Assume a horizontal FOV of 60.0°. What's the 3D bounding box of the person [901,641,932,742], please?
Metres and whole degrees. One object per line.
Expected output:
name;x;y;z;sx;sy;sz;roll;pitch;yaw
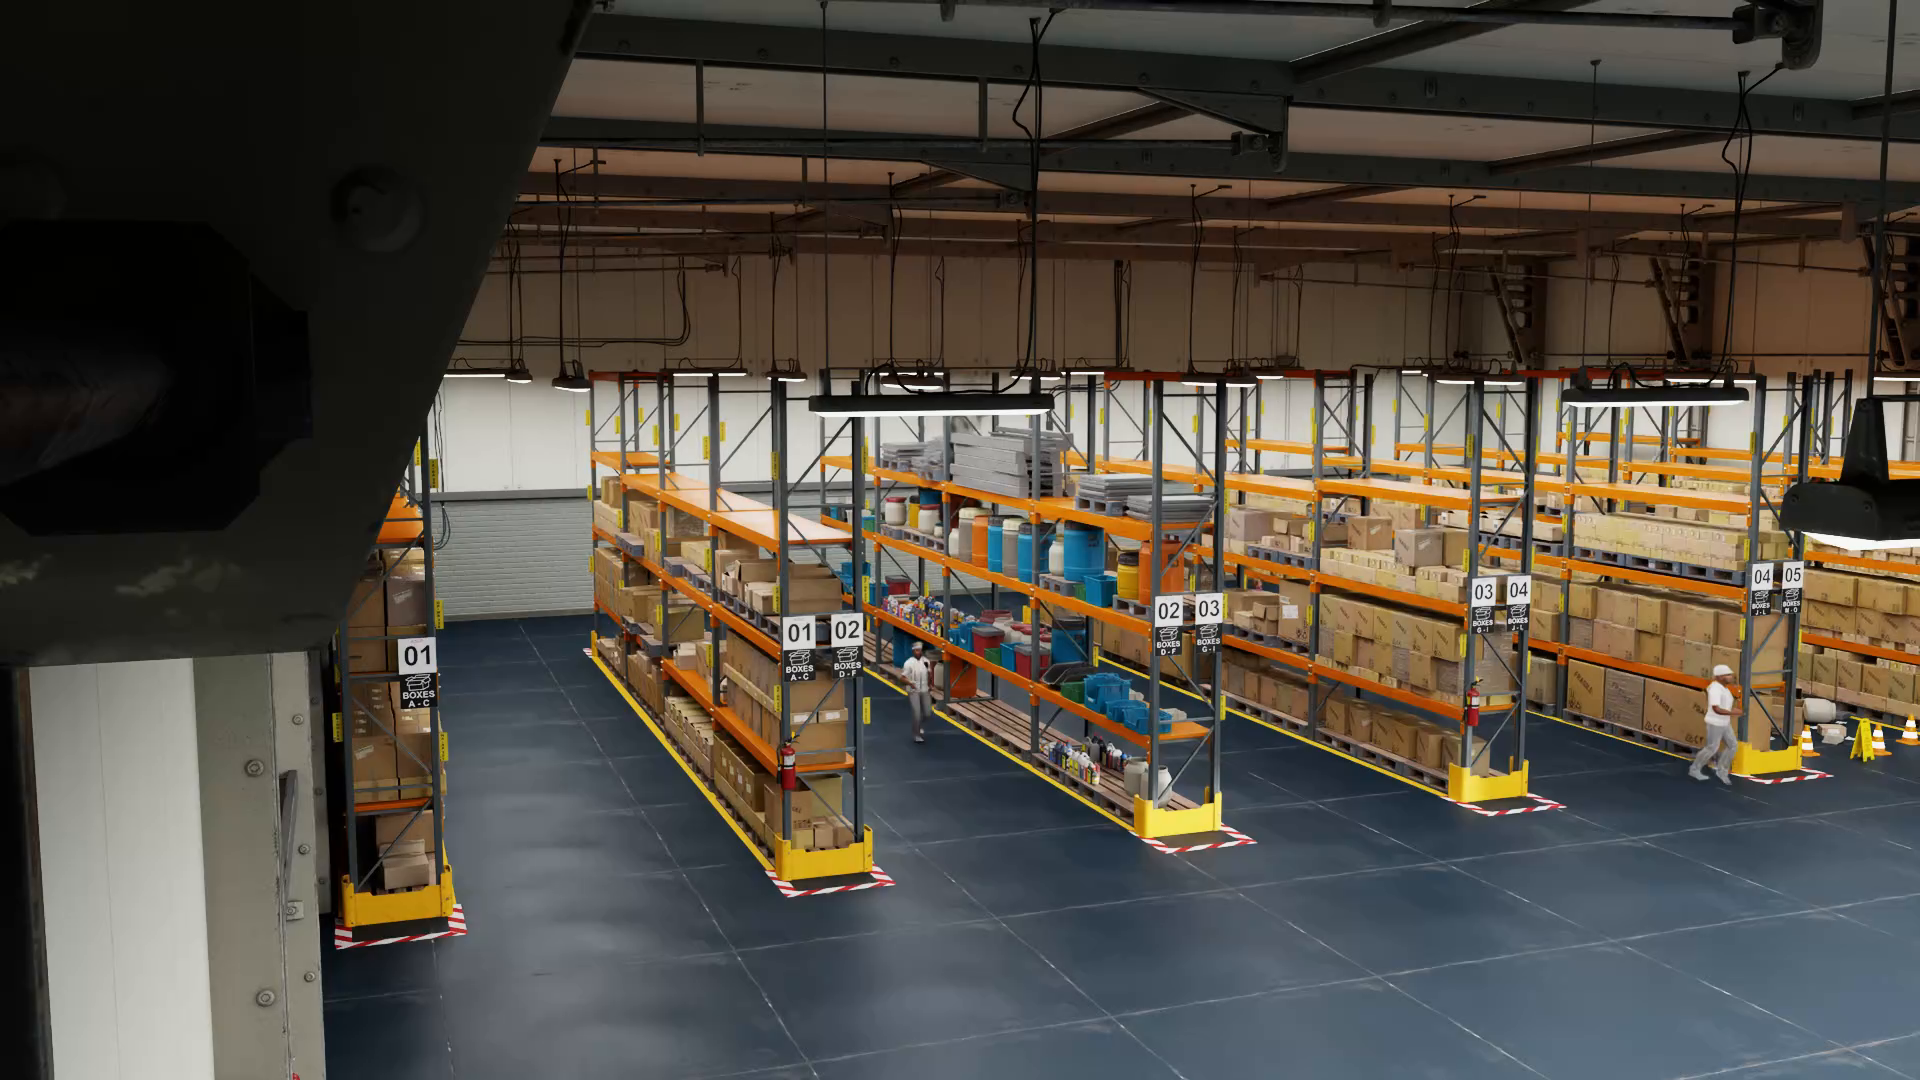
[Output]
person;-0.676;2.473;27.219;0.571;1.652;0.575;-3;7;-22

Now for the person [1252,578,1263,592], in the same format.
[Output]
person;6.242;1.594;35.155;0.558;1.610;0.837;-4;8;-33

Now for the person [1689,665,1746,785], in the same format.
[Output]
person;11.193;2.742;24.517;0.744;1.841;0.726;5;8;37
